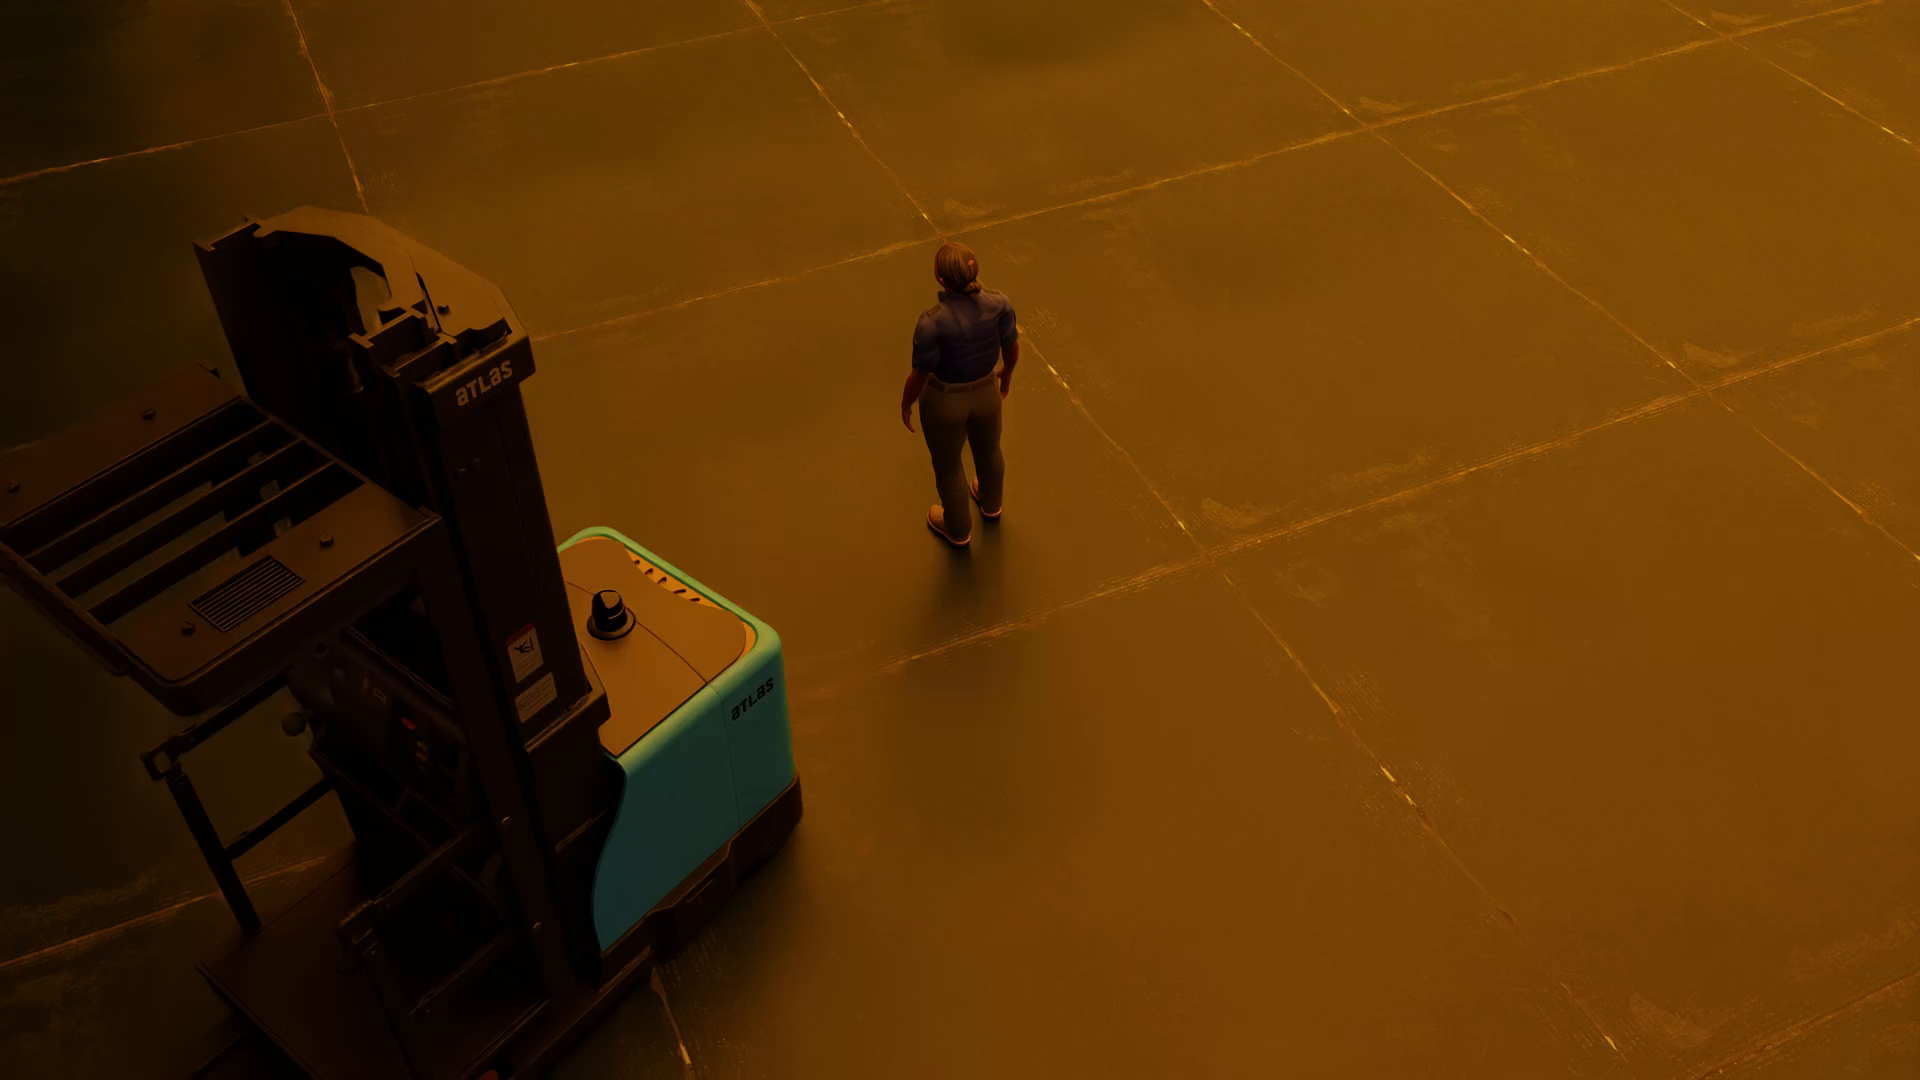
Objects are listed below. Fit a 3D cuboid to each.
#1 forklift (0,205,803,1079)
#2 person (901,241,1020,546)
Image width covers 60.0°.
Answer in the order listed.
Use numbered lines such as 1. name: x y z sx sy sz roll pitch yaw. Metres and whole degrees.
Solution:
1. forklift: -1.937 0.624 5.012 1.130 2.935 3.031 29 50 27
2. person: -0.019 -0.670 7.323 0.570 1.654 0.504 -18 46 -18
